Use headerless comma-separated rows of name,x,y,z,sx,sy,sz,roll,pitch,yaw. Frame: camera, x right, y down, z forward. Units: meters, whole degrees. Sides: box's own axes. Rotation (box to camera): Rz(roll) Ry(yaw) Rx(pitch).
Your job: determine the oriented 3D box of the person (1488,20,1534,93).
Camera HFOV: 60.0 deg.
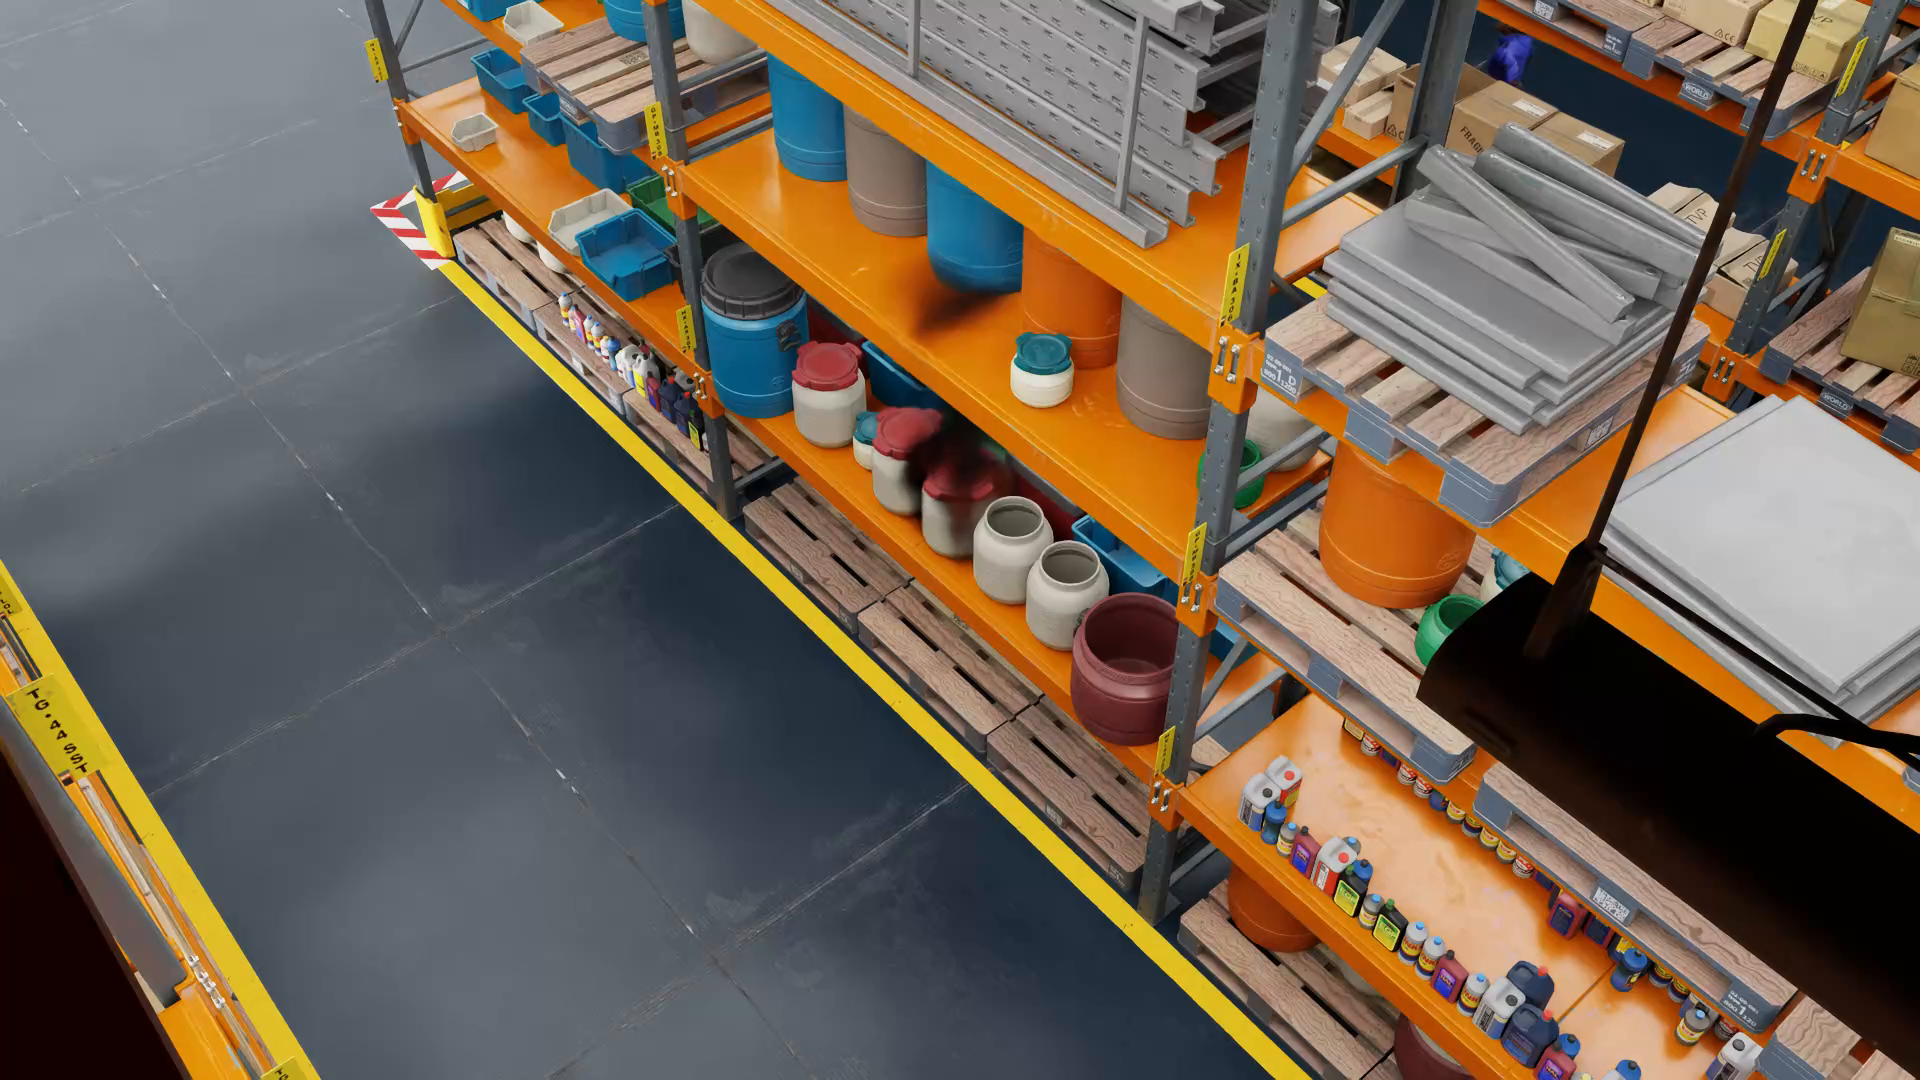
person,4.379,-3.406,13.123,0.731,1.608,0.574,32,54,27
